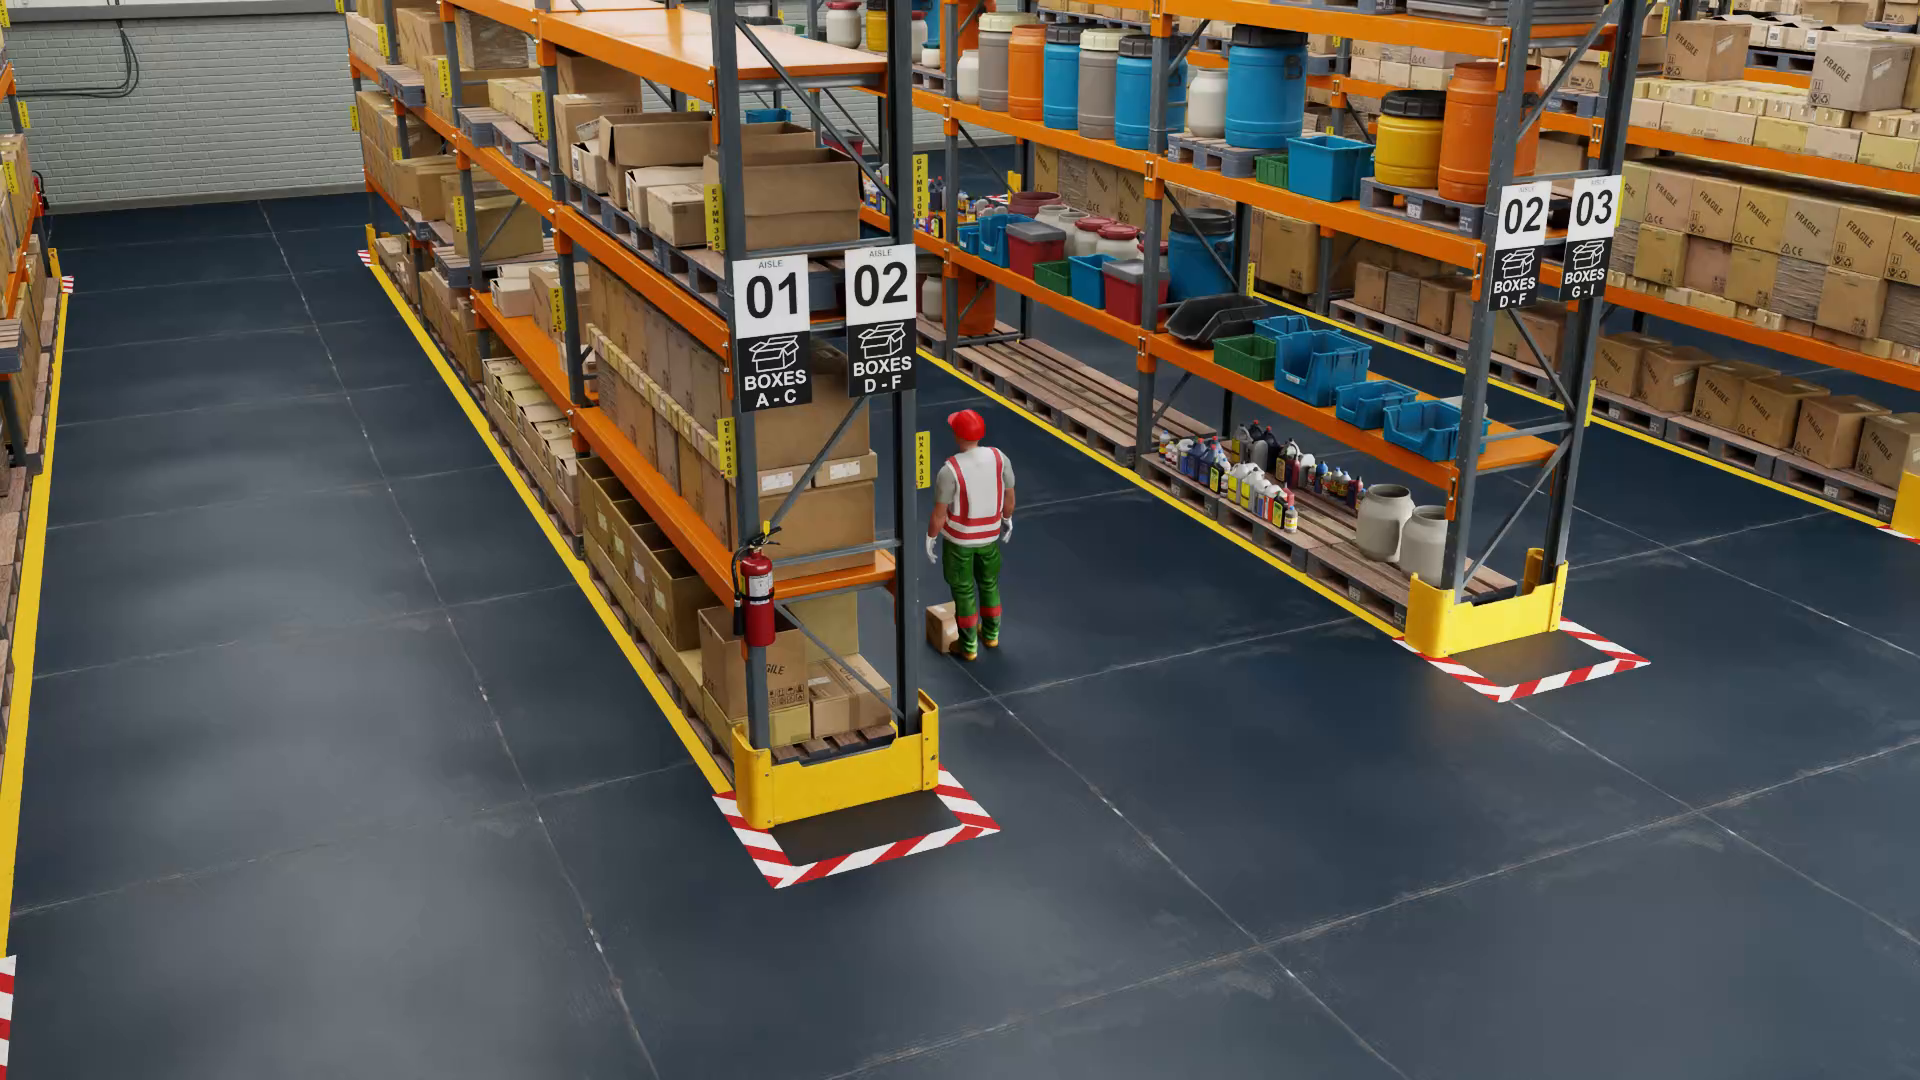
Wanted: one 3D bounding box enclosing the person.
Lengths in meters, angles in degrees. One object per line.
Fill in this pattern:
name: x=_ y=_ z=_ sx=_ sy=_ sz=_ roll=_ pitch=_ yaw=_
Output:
person: x=0.043 y=-0.059 z=11.119 sx=0.638 sy=1.787 sz=0.565 roll=-10 pitch=24 yaw=-24
